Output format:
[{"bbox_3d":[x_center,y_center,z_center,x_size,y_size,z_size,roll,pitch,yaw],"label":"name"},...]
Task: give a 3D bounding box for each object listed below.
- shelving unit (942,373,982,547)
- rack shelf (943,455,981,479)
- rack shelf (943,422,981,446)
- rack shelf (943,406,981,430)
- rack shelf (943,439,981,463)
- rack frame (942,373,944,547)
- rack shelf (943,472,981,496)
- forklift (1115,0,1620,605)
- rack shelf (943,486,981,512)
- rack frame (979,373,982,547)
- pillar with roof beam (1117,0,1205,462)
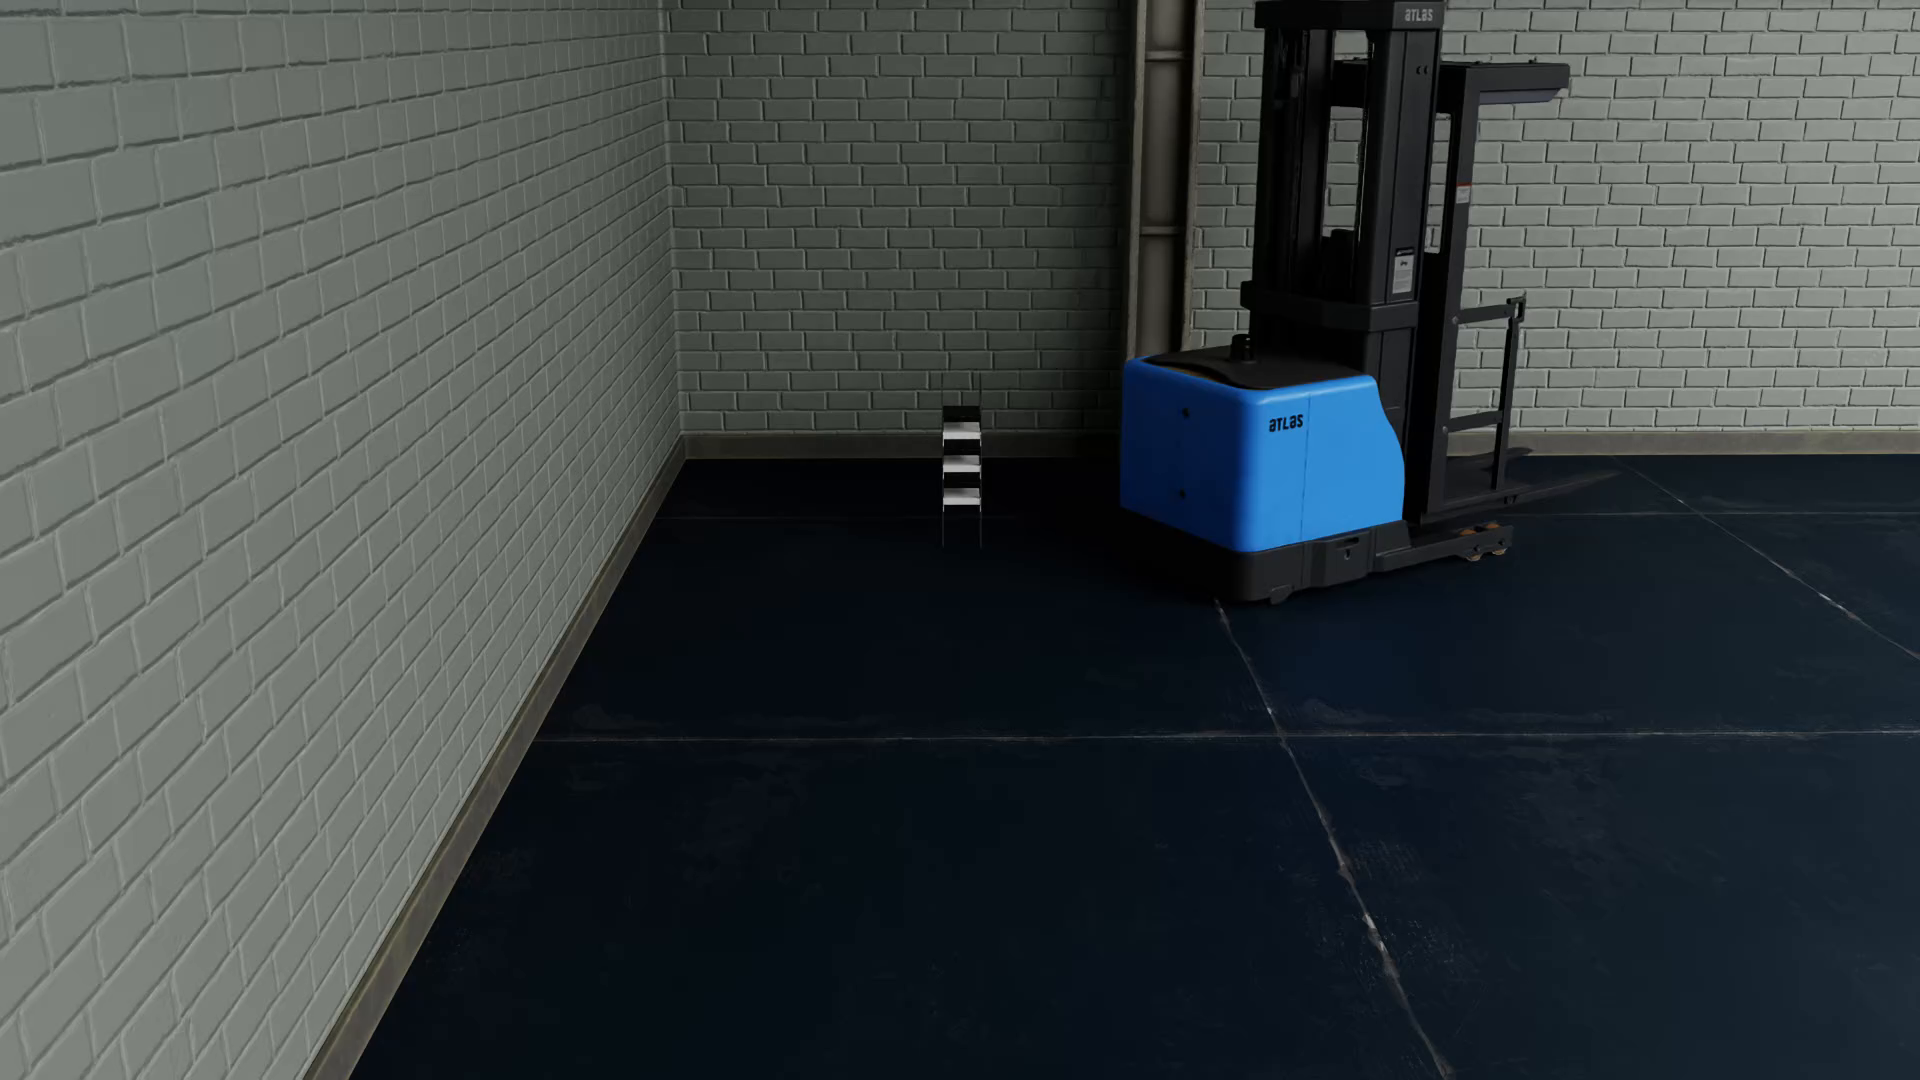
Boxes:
[{"bbox_3d":[0.008,-0.429,8.910,0.210,0.900,0.258,0,18,-1],"label":"shelving unit"},{"bbox_3d":[0.008,-0.397,8.920,0.200,0.077,0.258,0,18,-1],"label":"rack shelf"},{"bbox_3d":[0.008,-0.568,8.865,0.200,0.077,0.258,0,18,-1],"label":"rack shelf"},{"bbox_3d":[0.008,-0.654,8.838,0.200,0.077,0.258,0,18,-1],"label":"rack shelf"},{"bbox_3d":[0.008,-0.482,8.893,0.200,0.077,0.258,0,18,-1],"label":"rack shelf"},{"bbox_3d":[-0.094,-0.428,8.909,0.006,0.900,0.240,0,18,-1],"label":"rack frame"},{"bbox_3d":[0.008,-0.311,8.948,0.200,0.077,0.258,0,18,-1],"label":"rack shelf"},{"bbox_3d":[2.324,-1.407,8.634,3.031,2.935,1.130,-11,21,-31],"label":"forklift"},{"bbox_3d":[0.008,-0.225,8.975,0.200,0.077,0.258,0,18,-1],"label":"rack shelf"},{"bbox_3d":[0.110,-0.429,8.912,0.006,0.900,0.240,0,18,-1],"label":"rack frame"},{"bbox_3d":[1.283,-3.468,5.127,0.400,9.000,9.100,0,18,-1],"label":"pillar with roof beam"}]
